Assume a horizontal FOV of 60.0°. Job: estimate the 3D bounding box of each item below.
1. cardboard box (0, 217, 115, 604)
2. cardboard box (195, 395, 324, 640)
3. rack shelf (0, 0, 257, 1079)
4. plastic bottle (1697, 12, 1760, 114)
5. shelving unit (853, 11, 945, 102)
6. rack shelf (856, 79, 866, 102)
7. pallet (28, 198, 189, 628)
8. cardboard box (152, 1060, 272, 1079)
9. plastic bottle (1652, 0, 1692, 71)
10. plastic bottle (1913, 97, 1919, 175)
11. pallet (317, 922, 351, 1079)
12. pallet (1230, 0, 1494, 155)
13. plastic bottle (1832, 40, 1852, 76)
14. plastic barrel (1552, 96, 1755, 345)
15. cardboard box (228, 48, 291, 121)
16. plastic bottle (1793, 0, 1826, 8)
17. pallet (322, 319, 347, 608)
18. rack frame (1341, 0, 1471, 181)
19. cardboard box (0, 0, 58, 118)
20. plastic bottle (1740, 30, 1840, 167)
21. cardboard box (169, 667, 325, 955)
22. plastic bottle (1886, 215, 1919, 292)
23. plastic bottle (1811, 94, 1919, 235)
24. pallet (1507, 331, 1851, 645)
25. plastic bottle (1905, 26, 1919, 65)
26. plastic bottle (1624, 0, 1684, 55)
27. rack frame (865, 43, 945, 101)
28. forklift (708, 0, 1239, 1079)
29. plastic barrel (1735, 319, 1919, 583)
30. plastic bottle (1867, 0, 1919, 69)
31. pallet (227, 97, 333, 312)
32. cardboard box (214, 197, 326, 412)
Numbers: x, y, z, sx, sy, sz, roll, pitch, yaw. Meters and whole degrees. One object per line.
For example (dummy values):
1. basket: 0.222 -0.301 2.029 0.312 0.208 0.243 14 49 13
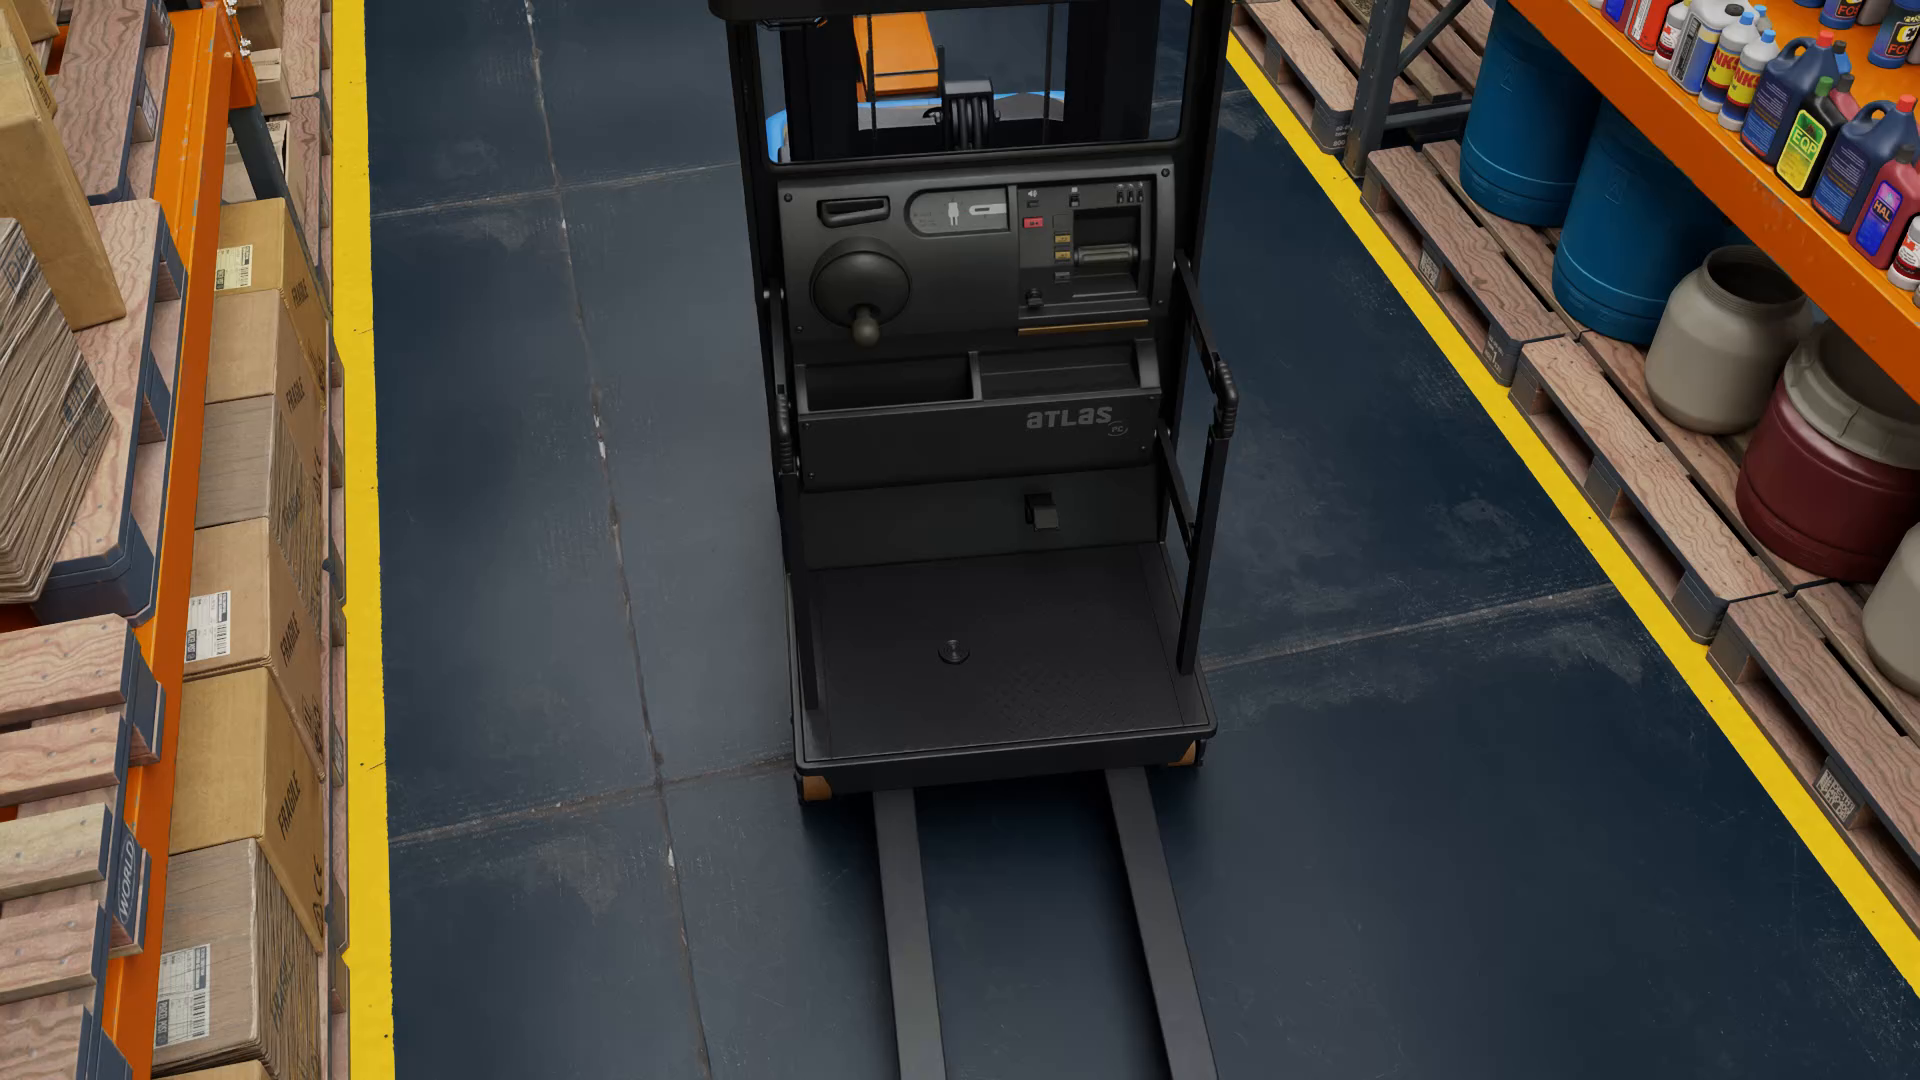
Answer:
1. cardboard box: -2.039 -0.218 3.000 0.700 0.500 0.500 -3 46 -3
2. cardboard box: -2.094 -0.019 4.611 0.500 0.500 0.500 -10 46 -10
3. rack shelf: -2.232 -0.085 3.737 1.077 0.370 4.000 -11 47 -10
4. plastic bottle: 2.095 -1.302 4.516 0.097 0.271 0.097 0 46 0
5. shelving unit: -0.203 -1.242 5.627 0.258 1.200 0.503 -6 46 -6
6. rack shelf: -0.203 -1.352 5.516 0.258 0.148 0.480 -6 46 -6
7. pallet: -2.222 -0.231 3.510 1.003 0.211 1.213 -11 47 -10
8. cardboard box: -1.560 1.398 3.221 0.500 0.500 0.500 -9 46 -9
9. plastic bottle: 2.036 -1.438 4.698 0.097 0.201 0.097 0 46 0
10. plastic bottle: 2.353 -0.963 4.175 0.061 0.283 0.133 -11 47 -10
11. pallet: -1.874 1.498 3.634 1.003 0.211 1.213 -11 47 -10
12. pallet: 1.820 -2.145 7.205 1.003 0.211 1.213 -11 47 -10
13. plastic bottle: 2.285 -1.194 4.410 0.097 0.271 0.097 0 46 0
14. plastic barrel: 2.350 -1.166 5.467 0.600 0.901 0.708 -11 47 -10
15. cardboard box: -2.873 -1.805 6.594 0.380 0.166 0.250 -11 47 -10
16. plastic bottle: 2.566 -1.727 4.932 0.097 0.271 0.097 0 46 0
17. pallet: -2.499 -0.187 5.285 1.003 0.211 1.213 -11 47 -10
18. rack frame: 2.046 -2.621 5.718 1.000 3.000 0.127 -11 47 -10
19. cardboard box: -2.601 -1.068 3.833 0.700 0.500 0.500 -4 46 -4
20. plastic bottle: 2.179 -1.169 4.330 0.144 0.351 0.185 -11 47 -10
21. cardboard box: -1.823 0.691 3.915 0.500 0.500 0.500 -11 47 -11
22. plastic bottle: 2.308 -0.704 3.978 0.097 0.201 0.097 0 46 0
23. plastic bottle: 2.261 -0.950 4.115 0.144 0.351 0.185 -11 47 -10
24. pallet: 2.519 -0.260 5.357 1.003 0.211 1.213 -11 47 -10
25. plastic bottle: 2.775 -1.511 4.717 0.152 0.276 0.135 -11 47 -10
26. plastic bottle: 2.033 -1.549 4.754 0.152 0.276 0.135 -11 47 -10
27. rack frame: -0.166 -1.070 5.458 0.240 1.200 0.015 -6 46 -6
28. forklift: 0.072 -0.582 3.768 1.130 2.935 3.031 -5 46 -5
29. plastic barrel: 2.639 -0.276 4.815 0.600 0.588 0.708 -11 47 -10
30. plastic bottle: 2.660 -1.474 4.684 0.097 0.271 0.097 0 46 0
31. pallet: -2.919 -1.216 6.294 1.003 0.211 1.213 -11 47 -10
32. cardboard box: -2.340 -0.708 5.286 0.500 0.500 0.500 -11 47 -11
